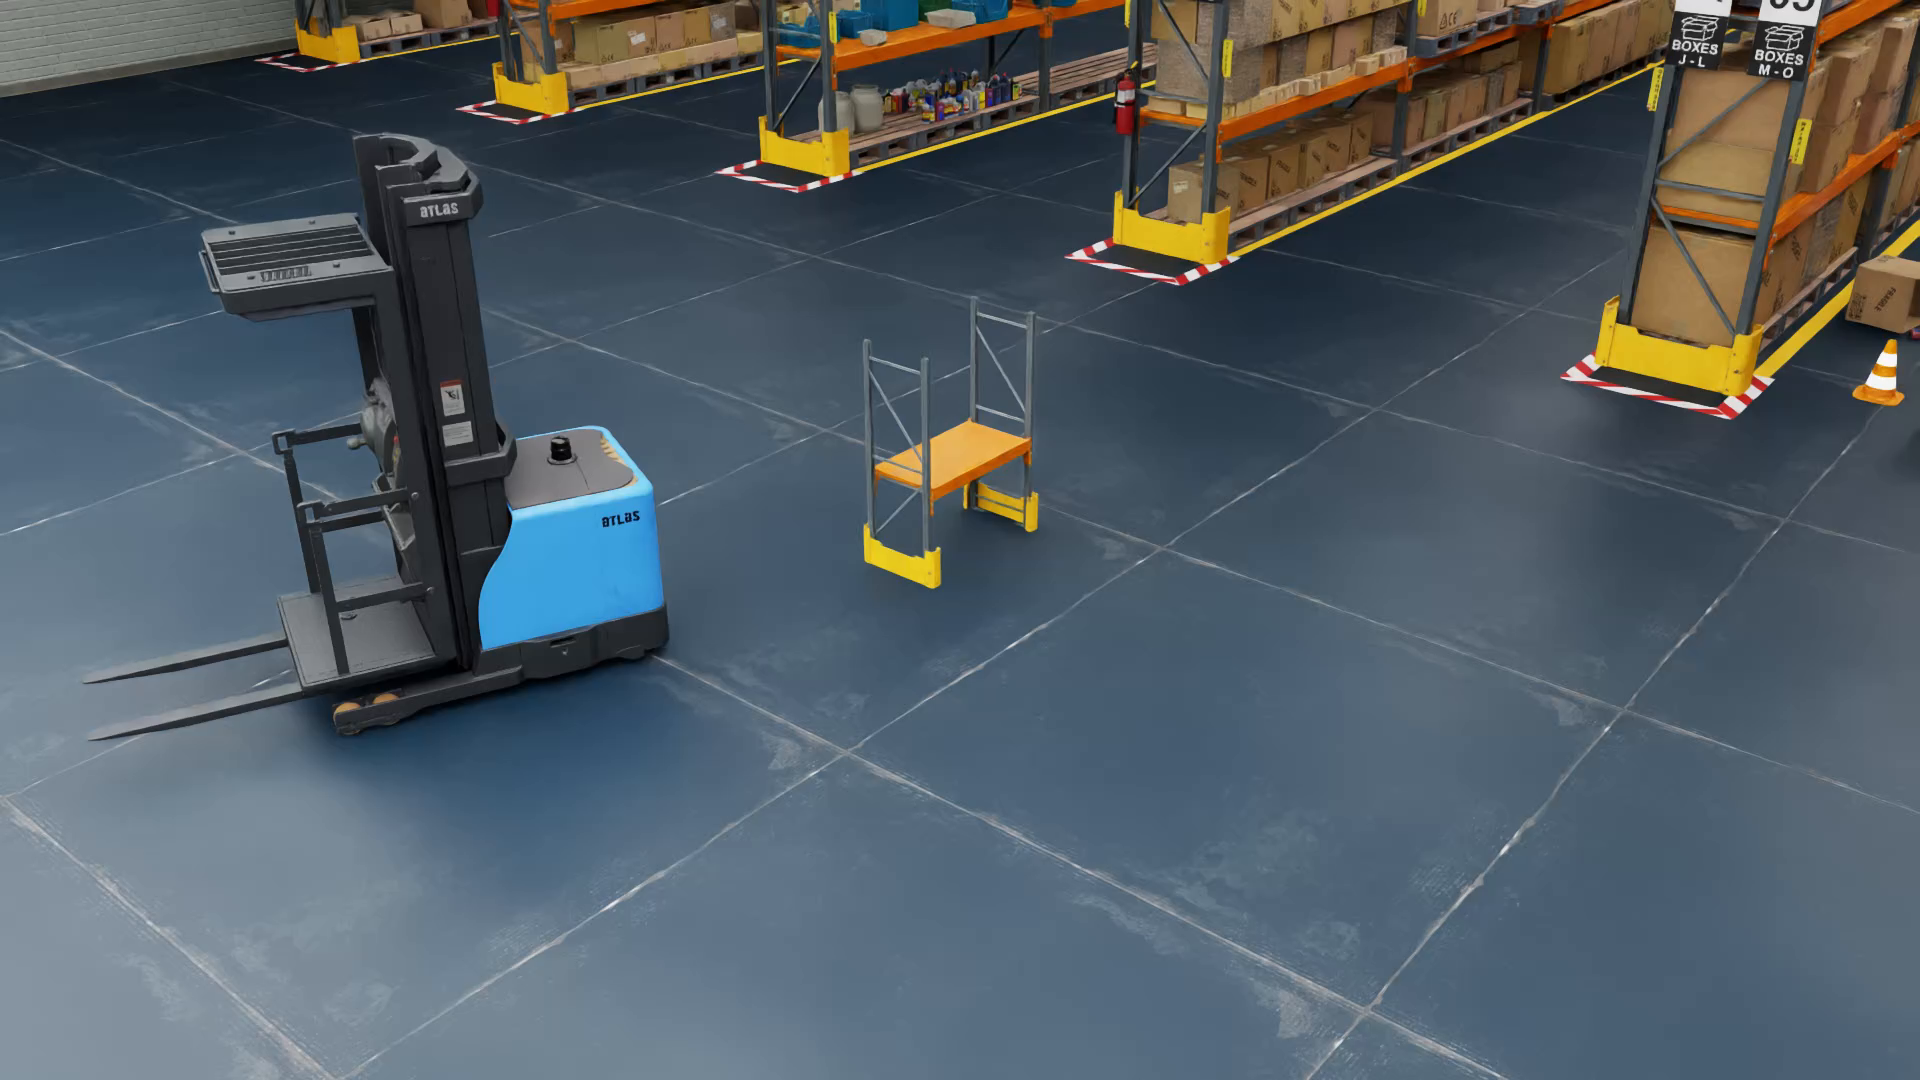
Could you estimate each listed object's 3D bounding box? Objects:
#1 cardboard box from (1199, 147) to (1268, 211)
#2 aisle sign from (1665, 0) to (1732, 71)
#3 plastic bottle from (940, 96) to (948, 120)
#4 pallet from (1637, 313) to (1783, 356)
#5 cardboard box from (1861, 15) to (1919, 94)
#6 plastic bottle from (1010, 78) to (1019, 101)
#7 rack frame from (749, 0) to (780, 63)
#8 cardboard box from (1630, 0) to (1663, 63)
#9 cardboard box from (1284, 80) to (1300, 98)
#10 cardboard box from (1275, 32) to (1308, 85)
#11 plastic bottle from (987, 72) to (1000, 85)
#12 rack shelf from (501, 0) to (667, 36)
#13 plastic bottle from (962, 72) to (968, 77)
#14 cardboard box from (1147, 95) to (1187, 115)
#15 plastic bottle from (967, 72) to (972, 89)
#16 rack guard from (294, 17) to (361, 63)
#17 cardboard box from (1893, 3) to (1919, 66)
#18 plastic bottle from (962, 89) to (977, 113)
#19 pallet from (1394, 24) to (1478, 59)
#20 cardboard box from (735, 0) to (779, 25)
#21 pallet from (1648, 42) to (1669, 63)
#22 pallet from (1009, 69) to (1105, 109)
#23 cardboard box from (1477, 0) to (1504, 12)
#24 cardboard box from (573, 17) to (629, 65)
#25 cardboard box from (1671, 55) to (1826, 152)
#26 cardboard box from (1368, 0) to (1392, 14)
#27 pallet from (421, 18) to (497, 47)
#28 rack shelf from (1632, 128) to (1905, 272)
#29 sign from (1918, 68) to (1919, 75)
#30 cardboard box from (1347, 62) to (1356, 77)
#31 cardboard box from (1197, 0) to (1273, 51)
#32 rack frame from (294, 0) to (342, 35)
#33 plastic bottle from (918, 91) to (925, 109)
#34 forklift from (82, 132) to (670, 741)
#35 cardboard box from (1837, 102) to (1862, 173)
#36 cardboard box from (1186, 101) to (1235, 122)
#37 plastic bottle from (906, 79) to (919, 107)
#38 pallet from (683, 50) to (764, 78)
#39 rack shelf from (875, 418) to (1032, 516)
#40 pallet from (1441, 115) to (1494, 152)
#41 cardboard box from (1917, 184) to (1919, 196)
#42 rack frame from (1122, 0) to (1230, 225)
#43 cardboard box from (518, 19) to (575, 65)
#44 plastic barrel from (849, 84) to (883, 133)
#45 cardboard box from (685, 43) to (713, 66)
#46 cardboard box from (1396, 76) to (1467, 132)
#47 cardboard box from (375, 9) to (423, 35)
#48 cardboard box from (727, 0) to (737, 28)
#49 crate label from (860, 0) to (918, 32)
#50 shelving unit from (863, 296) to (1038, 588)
[{"bbox_3d":[2.780,-3.688,17.011,0.500,0.500,0.500,-18,32,-31],"label":"cardboard box"},{"bbox_3d":[5.503,-3.905,12.337,0.394,0.787,0.004,21,34,34],"label":"aisle sign"},{"bbox_3d":[-0.194,-5.278,20.310,0.097,0.271,0.097,0,27,0],"label":"plastic bottle"},{"bbox_3d":[6.228,-1.756,14.047,1.003,0.211,1.213,21,34,34],"label":"pallet"},{"bbox_3d":[7.802,-4.303,14.596,0.875,0.550,0.550,21,34,34],"label":"cardboard box"},{"bbox_3d":[0.687,-5.761,21.232,0.061,0.283,0.133,23,35,37],"label":"plastic bottle"},{"bbox_3d":[-3.081,-8.488,24.026,1.000,3.000,0.127,21,34,34],"label":"rack frame"},{"bbox_3d":[9.257,-7.438,23.851,1.225,0.875,0.875,21,34,35],"label":"cardboard box"},{"bbox_3d":[3.171,-4.539,16.664,0.380,0.149,0.250,21,34,34],"label":"cardboard box"},{"bbox_3d":[2.964,-4.914,16.684,0.875,0.500,0.500,21,34,34],"label":"cardboard box"},{"bbox_3d":[0.440,-5.788,21.209,0.144,0.351,0.185,21,34,34],"label":"plastic bottle"},{"bbox_3d":[-4.353,-7.460,22.820,1.077,0.370,4.000,21,34,34],"label":"rack shelf"},{"bbox_3d":[0.013,-5.918,21.542,0.152,0.276,0.135,22,35,36],"label":"plastic bottle"},{"bbox_3d":[2.038,-4.223,16.055,0.380,0.149,0.250,21,34,34],"label":"cardboard box"},{"bbox_3d":[0.096,-5.890,21.480,0.061,0.283,0.133,21,34,34],"label":"plastic bottle"},{"bbox_3d":[-9.402,-7.433,24.707,1.175,0.500,0.348,21,34,34],"label":"rack guard"},{"bbox_3d":[8.635,-4.773,15.646,0.700,0.500,0.500,20,33,34],"label":"cardboard box"},{"bbox_3d":[0.118,-5.473,20.683,0.152,0.276,0.135,21,34,35],"label":"plastic bottle"},{"bbox_3d":[5.159,-5.735,18.912,1.003,0.211,1.213,21,34,34],"label":"pallet"},{"bbox_3d":[-3.045,-7.930,24.872,0.500,0.311,0.500,21,34,34],"label":"cardboard box"},{"bbox_3d":[10.193,-7.436,25.027,1.003,0.211,1.213,21,34,34],"label":"pallet"},{"bbox_3d":[1.208,-6.091,22.426,1.003,0.211,1.213,21,34,34],"label":"pallet"},{"bbox_3d":[6.253,-6.467,19.807,0.396,0.266,0.258,20,33,33],"label":"cardboard box"},{"bbox_3d":[-4.796,-6.671,22.233,0.500,0.500,0.500,21,34,34],"label":"cardboard box"},{"bbox_3d":[6.045,-3.355,12.764,0.875,0.550,0.550,21,34,34],"label":"cardboard box"},{"bbox_3d":[4.170,-5.795,17.298,0.500,0.500,0.500,21,34,34],"label":"cardboard box"},{"bbox_3d":[-8.082,-8.013,26.142,1.003,0.211,1.213,21,34,34],"label":"pallet"},{"bbox_3d":[7.051,-3.078,14.350,1.077,0.370,4.000,21,34,34],"label":"rack shelf"},{"bbox_3d":[8.753,-4.364,15.026,0.100,0.325,0.005,21,34,34],"label":"sign"},{"bbox_3d":[3.945,-4.990,17.536,0.380,0.149,0.250,21,34,34],"label":"cardboard box"},{"bbox_3d":[2.576,-4.910,15.587,0.500,0.500,0.500,21,34,34],"label":"cardboard box"},{"bbox_3d":[-9.450,-8.517,24.080,1.000,3.000,0.127,21,34,34],"label":"rack frame"},{"bbox_3d":[-0.483,-5.524,20.861,0.097,0.201,0.097,0,27,0],"label":"plastic bottle"},{"bbox_3d":[-3.232,-0.542,8.739,3.031,2.935,1.130,-13,30,-24],"label":"forklift"},{"bbox_3d":[7.072,-3.463,14.148,0.875,0.550,0.500,21,34,34],"label":"cardboard box"},{"bbox_3d":[2.382,-4.093,15.803,0.380,0.149,0.250,21,34,34],"label":"cardboard box"},{"bbox_3d":[-0.604,-5.610,20.865,0.144,0.351,0.185,22,35,36],"label":"plastic bottle"},{"bbox_3d":[-3.619,-6.980,24.145,1.003,0.211,1.213,21,34,34],"label":"pallet"},{"bbox_3d":[-0.054,-0.476,10.561,0.538,0.185,1.000,21,34,34],"label":"rack shelf"},{"bbox_3d":[5.830,-5.064,20.442,1.003,0.211,1.213,21,34,34],"label":"pallet"},{"bbox_3d":[9.858,-4.211,17.749,1.050,0.750,0.750,21,34,35],"label":"cardboard box"},{"bbox_3d":[2.016,-4.174,15.685,1.000,3.000,0.127,21,34,34],"label":"rack frame"},{"bbox_3d":[-5.514,-6.646,22.183,0.500,0.500,0.500,21,34,34],"label":"cardboard box"},{"bbox_3d":[-1.127,-5.136,19.796,0.421,0.512,0.421,0,27,0],"label":"plastic barrel"},{"bbox_3d":[-3.840,-6.869,23.432,0.500,0.250,0.500,21,34,34],"label":"cardboard box"},{"bbox_3d":[5.641,-5.250,20.008,0.700,0.500,0.500,18,32,30],"label":"cardboard box"},{"bbox_3d":[-8.578,-7.939,25.411,0.500,0.311,0.500,24,36,38],"label":"cardboard box"},{"bbox_3d":[-3.618,-7.714,24.248,0.500,0.500,0.500,21,34,34],"label":"cardboard box"},{"bbox_3d":[-0.844,-6.369,19.889,0.502,0.435,0.616,21,34,34],"label":"crate label"},{"bbox_3d":[-0.048,-0.639,10.485,0.587,1.500,1.083,21,34,34],"label":"shelving unit"}]
